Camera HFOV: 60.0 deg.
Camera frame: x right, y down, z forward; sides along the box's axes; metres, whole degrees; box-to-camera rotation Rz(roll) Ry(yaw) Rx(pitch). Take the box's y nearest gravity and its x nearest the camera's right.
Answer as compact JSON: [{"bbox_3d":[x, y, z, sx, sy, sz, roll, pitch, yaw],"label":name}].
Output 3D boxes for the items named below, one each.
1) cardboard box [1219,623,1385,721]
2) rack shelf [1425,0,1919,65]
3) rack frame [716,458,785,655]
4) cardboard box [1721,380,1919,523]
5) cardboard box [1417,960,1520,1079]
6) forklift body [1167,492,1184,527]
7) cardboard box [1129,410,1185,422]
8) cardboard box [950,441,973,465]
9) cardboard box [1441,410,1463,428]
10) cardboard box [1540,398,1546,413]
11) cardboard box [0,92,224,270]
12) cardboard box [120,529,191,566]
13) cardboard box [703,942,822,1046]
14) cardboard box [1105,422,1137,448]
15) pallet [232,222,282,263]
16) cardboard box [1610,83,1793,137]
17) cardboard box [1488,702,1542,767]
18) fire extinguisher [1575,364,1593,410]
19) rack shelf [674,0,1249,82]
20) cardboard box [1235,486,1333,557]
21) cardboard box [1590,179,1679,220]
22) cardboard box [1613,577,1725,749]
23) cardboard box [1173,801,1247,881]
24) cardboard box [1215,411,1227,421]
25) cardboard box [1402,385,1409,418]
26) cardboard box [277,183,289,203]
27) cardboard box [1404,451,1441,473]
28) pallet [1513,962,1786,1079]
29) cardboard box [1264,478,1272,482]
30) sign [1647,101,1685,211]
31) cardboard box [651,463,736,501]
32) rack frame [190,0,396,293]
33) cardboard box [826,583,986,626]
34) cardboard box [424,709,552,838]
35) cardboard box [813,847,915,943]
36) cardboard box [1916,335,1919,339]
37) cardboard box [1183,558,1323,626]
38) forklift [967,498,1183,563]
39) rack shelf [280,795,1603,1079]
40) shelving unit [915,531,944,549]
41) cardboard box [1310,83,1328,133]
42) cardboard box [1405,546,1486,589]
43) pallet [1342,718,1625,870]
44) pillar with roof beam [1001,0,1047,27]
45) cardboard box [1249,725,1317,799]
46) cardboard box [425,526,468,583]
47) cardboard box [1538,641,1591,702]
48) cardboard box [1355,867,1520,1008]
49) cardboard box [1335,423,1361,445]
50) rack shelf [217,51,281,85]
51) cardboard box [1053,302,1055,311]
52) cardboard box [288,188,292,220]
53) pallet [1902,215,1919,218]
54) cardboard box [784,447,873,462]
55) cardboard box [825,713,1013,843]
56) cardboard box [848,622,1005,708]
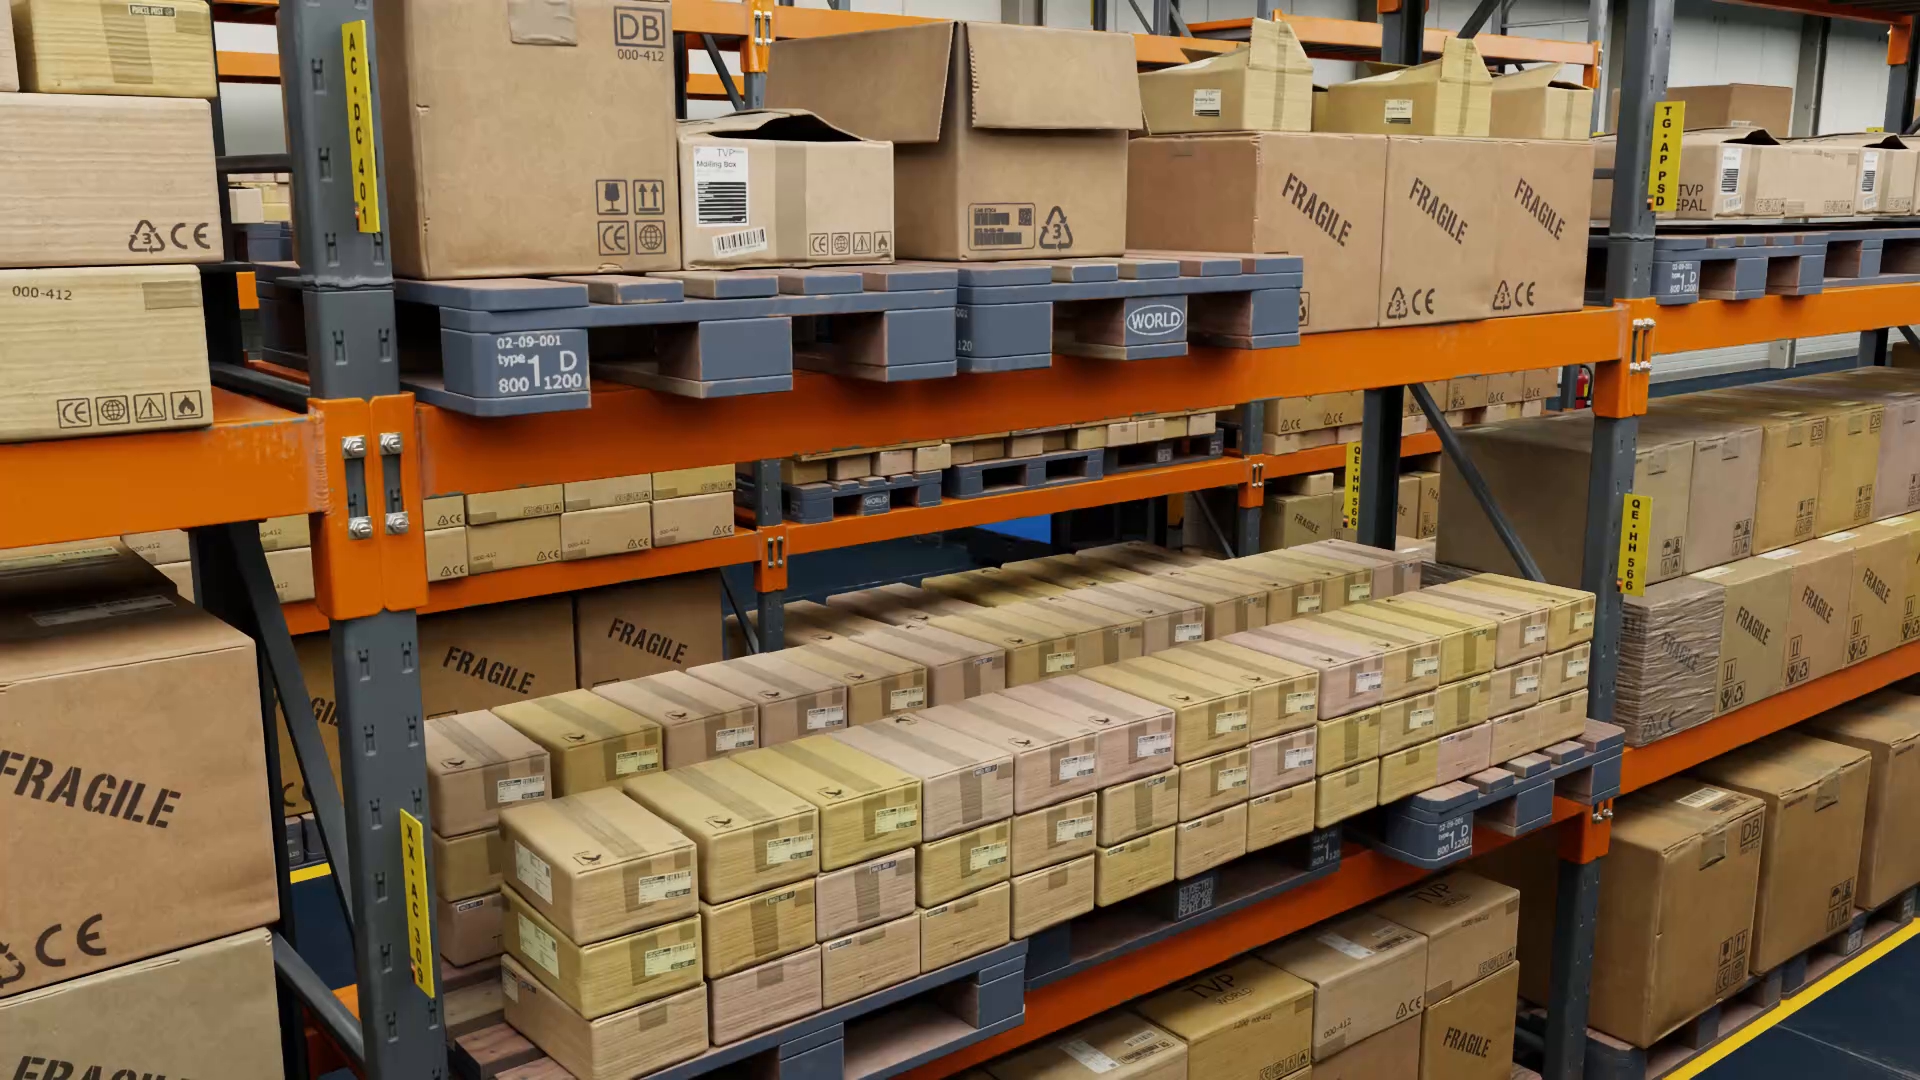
[{"bbox_3d":[0.924,0.354,4.524,0.250,0.149,0.380,-9,15,-38],"label":"cardboard box"},{"bbox_3d":[3.382,-2.189,6.589,4.000,0.370,1.077,-9,15,-38],"label":"rack shelf"},{"bbox_3d":[-1.351,-0.332,9.593,0.127,3.000,1.000,-9,15,-38],"label":"rack frame"},{"bbox_3d":[3.765,-0.402,7.272,0.500,0.500,0.700,-9,15,-37],"label":"cardboard box"},{"bbox_3d":[1.470,1.603,5.488,0.500,0.500,0.500,-10,15,-38],"label":"cardboard box"},{"bbox_3d":[1.451,-1.218,15.807,1.214,2.155,2.313,-9,15,-38],"label":"forklift body"},{"bbox_3d":[1.169,-1.089,11.191,0.500,0.500,0.500,-9,15,-37],"label":"cardboard box"},{"bbox_3d":[-0.129,-0.562,10.271,0.250,0.149,0.380,-8,15,-34],"label":"cardboard box"},{"bbox_3d":[3.783,-0.987,13.281,0.250,0.149,0.380,-10,15,-38],"label":"cardboard box"},{"bbox_3d":[4.738,-1.164,14.116,0.250,0.149,0.380,-9,15,-36],"label":"cardboard box"},{"bbox_3d":[-1.504,-0.561,2.605,0.500,0.250,0.500,-10,16,-40],"label":"cardboard box"},{"bbox_3d":[-3.565,-0.068,7.506,0.500,0.250,0.500,-9,15,-37],"label":"cardboard box"},{"bbox_3d":[-0.495,0.881,3.475,0.250,0.149,0.380,-9,15,-37],"label":"cardboard box"},{"bbox_3d":[0.951,-0.718,11.004,0.250,0.149,0.380,-9,15,-37],"label":"cardboard box"},{"bbox_3d":[-3.789,-1.314,7.455,1.217,0.209,0.805,-10,16,-40],"label":"pallet"},{"bbox_3d":[3.003,-1.584,6.774,0.500,0.500,0.500,-9,15,-38],"label":"cardboard box"},{"bbox_3d":[1.528,0.545,5.054,0.250,0.149,0.380,-9,15,-38],"label":"cardboard box"},{"bbox_3d":[5.274,-1.273,14.208,0.183,0.674,0.296,-9,15,-38],"label":"fire extinguisher"},{"bbox_3d":[0.211,-2.979,10.308,4.000,0.370,1.077,-9,15,-38],"label":"rack shelf"},{"bbox_3d":[2.402,-0.111,12.356,0.500,0.500,0.500,-9,15,-35],"label":"cardboard box"},{"bbox_3d":[2.181,-1.159,5.616,0.250,0.149,0.380,-10,16,-40],"label":"cardboard box"},{"bbox_3d":[2.340,0.394,5.932,0.500,0.500,0.500,-9,15,-37],"label":"cardboard box"},{"bbox_3d":[0.507,0.715,4.255,0.250,0.149,0.380,-10,16,-40],"label":"cardboard box"},{"bbox_3d":[1.964,-1.144,12.458,0.500,0.500,0.500,-10,16,-39],"label":"cardboard box"},{"bbox_3d":[3.068,-1.190,12.674,0.500,0.500,0.500,-10,15,-38],"label":"cardboard box"},{"bbox_3d":[-5.017,-2.580,12.360,0.250,0.149,0.380,-9,15,-36],"label":"cardboard box"},{"bbox_3d":[3.784,-0.644,13.303,0.250,0.149,0.380,-9,15,-35],"label":"cardboard box"},{"bbox_3d":[2.483,1.731,6.588,1.213,0.211,1.003,-9,15,-38],"label":"pallet"},{"bbox_3d":[2.463,-0.265,13.080,0.500,0.500,0.500,-9,15,-37],"label":"cardboard box"},{"bbox_3d":[2.158,-1.174,5.093,0.005,0.325,0.100,-9,15,-38],"label":"sign"},{"bbox_3d":[-1.570,-0.399,9.067,0.500,0.250,0.500,-10,15,-38],"label":"cardboard box"},{"bbox_3d":[-1.303,-1.958,2.806,0.127,3.000,1.000,-9,15,-38],"label":"rack frame"},{"bbox_3d":[-0.332,0.579,10.617,0.625,0.372,0.950,-10,15,-39],"label":"cardboard box"},{"bbox_3d":[-1.111,0.519,3.745,0.250,0.149,0.380,-9,15,-35],"label":"cardboard box"},{"bbox_3d":[-0.305,0.704,3.589,0.250,0.149,0.380,-9,15,-36],"label":"cardboard box"},{"bbox_3d":[5.610,-0.796,8.815,0.550,0.550,0.875,-9,15,-38],"label":"cardboard box"},{"bbox_3d":[0.936,0.179,5.347,0.250,0.149,0.380,-10,15,-38],"label":"cardboard box"},{"bbox_3d":[1.425,-1.101,13.379,1.130,2.935,3.031,-11,16,-41],"label":"forklift"},{"bbox_3d":[0.259,1.069,4.726,4.000,0.370,1.077,-9,15,-38],"label":"rack shelf"},{"bbox_3d":[0.005,-0.735,15.098,0.755,1.500,0.431,-9,15,-38],"label":"shelving unit"},{"bbox_3d":[0.930,-1.358,5.121,0.258,0.266,0.396,-9,15,-38],"label":"cardboard box"},{"bbox_3d":[2.005,0.307,6.344,0.500,0.500,0.500,-9,15,-38],"label":"cardboard box"},{"bbox_3d":[1.331,0.661,5.377,1.003,0.211,1.213,-9,15,-38],"label":"pallet"},{"bbox_3d":[3.375,-4.467,14.623,0.400,9.000,9.100,-9,15,-38],"label":"pillar with roof beam"},{"bbox_3d":[0.713,0.535,4.386,0.250,0.149,0.380,-9,15,-36],"label":"cardboard box"},{"bbox_3d":[-2.756,0.051,8.148,0.500,0.250,0.500,-10,15,-39],"label":"cardboard box"},{"bbox_3d":[1.719,0.367,5.176,0.250,0.149,0.380,-9,15,-37],"label":"cardboard box"},{"bbox_3d":[1.450,1.239,5.394,0.500,0.250,0.500,-10,15,-39],"label":"cardboard box"},{"bbox_3d":[2.787,-0.824,12.515,0.250,0.149,0.380,-9,15,-36],"label":"cardboard box"},{"bbox_3d":[-6.016,-3.264,11.653,4.000,0.370,1.077,-9,15,-38],"label":"rack shelf"},{"bbox_3d":[0.435,-0.896,4.786,0.500,0.500,0.500,-9,15,-38],"label":"cardboard box"},{"bbox_3d":[-3.091,-1.641,8.088,0.250,0.166,0.380,-8,14,-33],"label":"cardboard box"},{"bbox_3d":[5.589,-1.590,8.508,1.213,0.211,1.003,-9,15,-38],"label":"pallet"},{"bbox_3d":[-0.855,-0.753,9.606,0.500,0.500,0.500,-10,16,-39],"label":"cardboard box"},{"bbox_3d":[-0.096,0.524,3.720,0.250,0.149,0.380,-10,15,-38],"label":"cardboard box"},{"bbox_3d":[-0.093,0.350,4.541,0.250,0.149,0.380,-10,16,-40],"label":"cardboard box"}]
